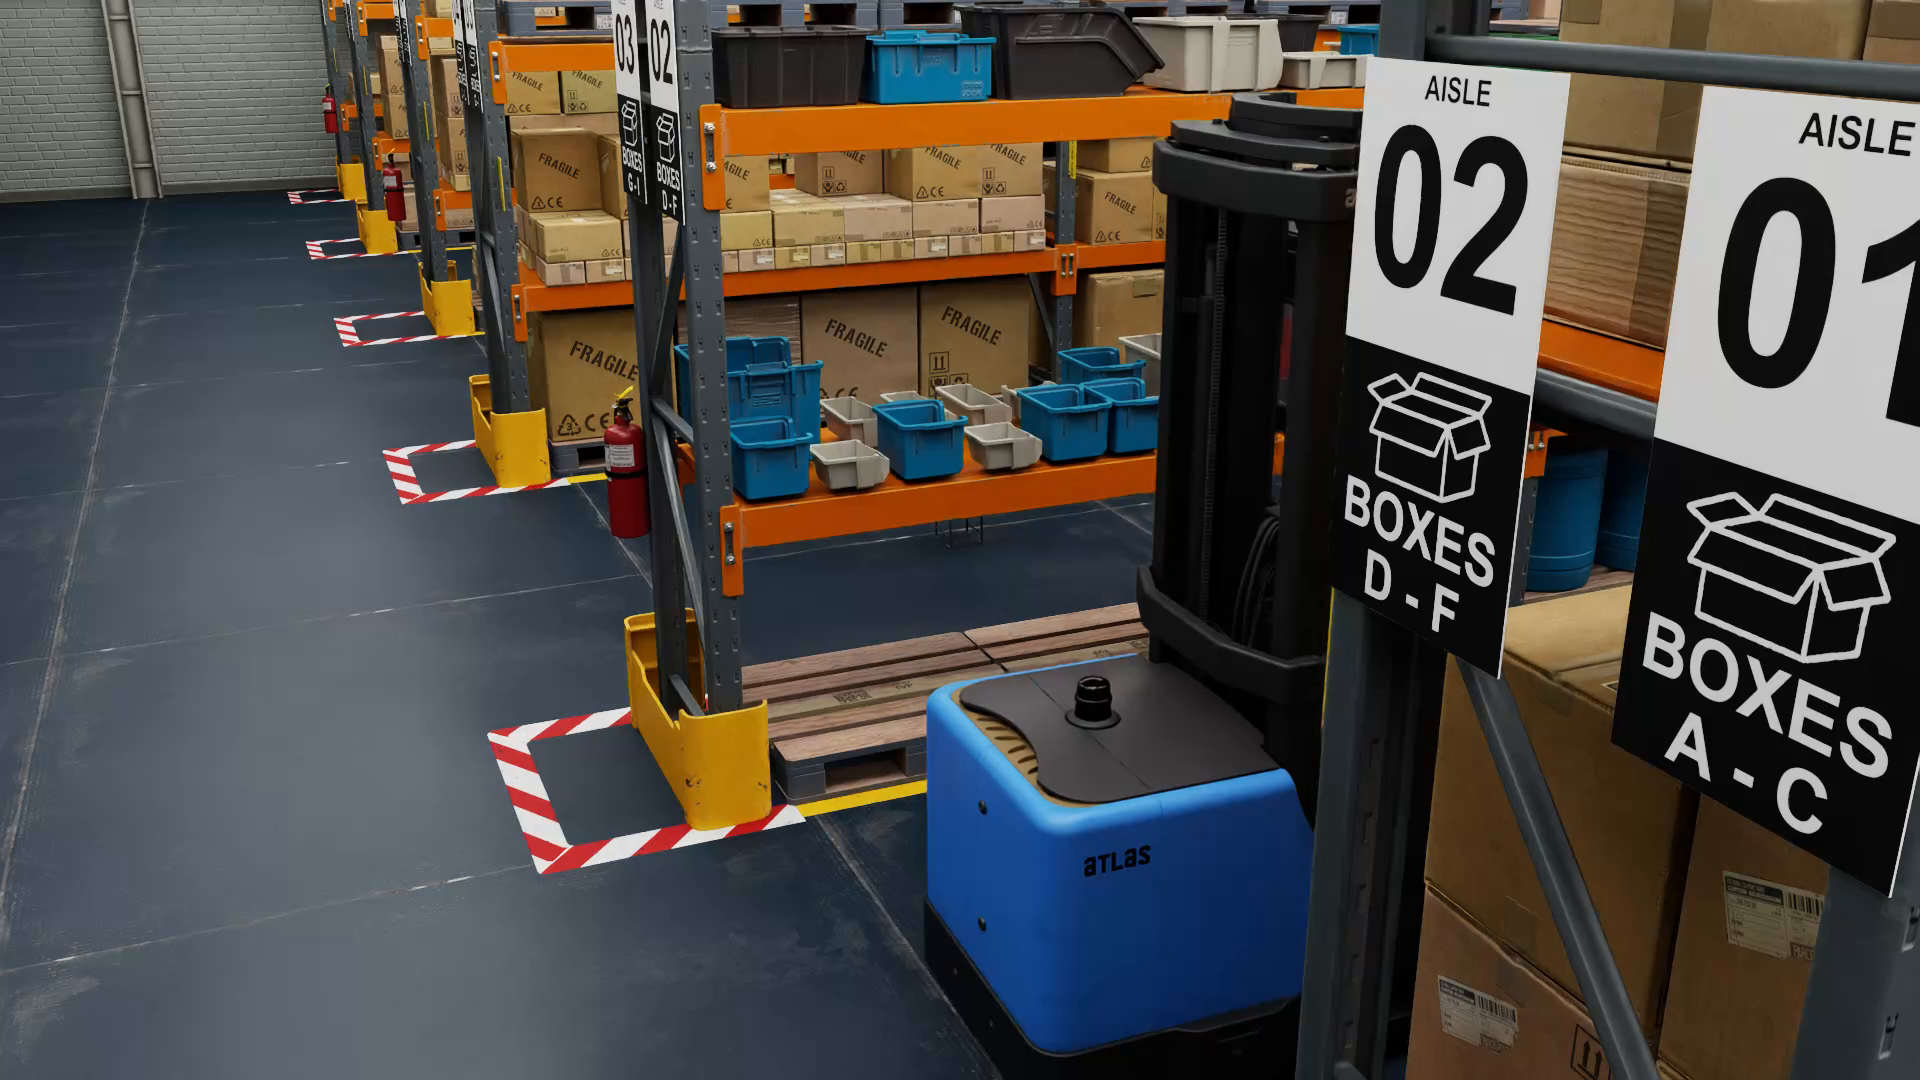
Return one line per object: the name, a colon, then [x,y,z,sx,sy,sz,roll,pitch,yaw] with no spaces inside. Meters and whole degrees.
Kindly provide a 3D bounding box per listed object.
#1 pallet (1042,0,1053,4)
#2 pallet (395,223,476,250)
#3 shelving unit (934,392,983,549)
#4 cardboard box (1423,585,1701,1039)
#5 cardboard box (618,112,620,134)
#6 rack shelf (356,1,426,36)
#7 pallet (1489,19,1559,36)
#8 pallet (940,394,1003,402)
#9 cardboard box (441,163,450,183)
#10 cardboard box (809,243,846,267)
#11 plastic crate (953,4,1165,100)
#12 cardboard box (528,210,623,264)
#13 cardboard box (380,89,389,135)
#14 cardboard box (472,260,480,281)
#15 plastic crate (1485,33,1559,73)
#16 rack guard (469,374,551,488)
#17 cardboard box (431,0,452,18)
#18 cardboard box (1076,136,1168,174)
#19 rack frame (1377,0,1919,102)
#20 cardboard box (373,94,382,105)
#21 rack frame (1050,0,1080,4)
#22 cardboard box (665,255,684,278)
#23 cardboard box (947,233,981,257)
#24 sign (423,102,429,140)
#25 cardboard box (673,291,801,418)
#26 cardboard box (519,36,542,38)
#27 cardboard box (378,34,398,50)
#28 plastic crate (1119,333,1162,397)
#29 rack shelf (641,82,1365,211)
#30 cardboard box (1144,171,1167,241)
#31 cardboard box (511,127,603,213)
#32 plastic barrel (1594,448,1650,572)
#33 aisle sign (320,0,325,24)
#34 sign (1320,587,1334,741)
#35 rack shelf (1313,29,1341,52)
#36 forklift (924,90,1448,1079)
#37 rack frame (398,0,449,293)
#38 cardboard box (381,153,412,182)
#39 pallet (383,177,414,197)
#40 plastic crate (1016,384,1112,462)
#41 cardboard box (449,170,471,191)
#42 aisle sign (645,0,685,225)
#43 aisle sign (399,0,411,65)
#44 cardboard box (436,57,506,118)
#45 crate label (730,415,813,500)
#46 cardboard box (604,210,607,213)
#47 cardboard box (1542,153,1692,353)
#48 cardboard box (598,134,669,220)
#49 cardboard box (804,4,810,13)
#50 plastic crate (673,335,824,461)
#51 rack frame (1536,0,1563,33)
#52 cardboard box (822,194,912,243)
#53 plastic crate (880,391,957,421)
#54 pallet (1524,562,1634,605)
pallet: [0.273,-5.519,16.946,1.003,0.211,1.213,-8,21,-22]
pallet: [-6.310,-3.790,20.469,1.213,0.211,1.003,-8,21,-22]
shelving unit: [-0.007,-0.423,9.870,0.210,0.900,0.258,-8,21,-22]
cardboard box: [1.133,0.406,2.697,0.500,0.500,0.500,-8,21,-22]
cardboard box: [-3.036,-3.850,15.842,0.500,0.500,0.500,-9,21,-23]
rack shelf: [-5.177,-6.315,20.008,4.000,0.370,1.077,-8,21,-22]
pallet: [3.228,-2.429,8.172,1.003,0.211,1.213,-8,21,-22]
pallet: [-0.144,-1.089,12.798,1.213,0.211,1.003,-8,21,-22]
cardboard box: [-4.772,-3.491,15.798,0.250,0.149,0.380,-8,21,-22]
cardboard box: [-0.979,-2.020,11.621,0.250,0.149,0.380,-8,21,-21]
plastic crate: [0.386,-1.947,6.612,0.767,0.338,0.504,-8,21,-22]
cardboard box: [-2.540,-2.005,10.978,0.500,0.250,0.500,-9,21,-23]
cardboard box: [-6.675,-5.168,20.032,0.500,0.500,0.500,-8,21,-22]
cardboard box: [-4.588,-2.631,16.189,0.250,0.149,0.380,-9,21,-23]
plastic crate: [2.278,-2.137,7.378,0.662,0.188,0.450,-8,21,-22]
rack guard: [-3.110,-0.772,11.463,0.348,0.500,1.175,-8,21,-22]
cardboard box: [-4.446,-4.806,14.863,0.500,0.250,0.500,-7,21,-20]
cardboard box: [1.168,-3.088,12.614,0.637,0.503,0.797,-9,21,-23]
rack frame: [0.833,-1.763,1.479,0.127,3.000,1.000,-8,21,-22]
cardboard box: [-8.357,-6.378,23.999,0.250,0.149,0.380,-8,21,-21]
rack frame: [0.585,-5.310,11.555,0.127,3.000,1.000,-8,21,-22]
cardboard box: [-1.922,-1.885,11.237,0.250,0.149,0.380,-8,21,-23]
cardboard box: [-0.037,-2.155,12.003,0.250,0.149,0.380,-9,21,-23]
sign: [-4.744,-3.723,14.776,0.005,0.325,0.100,-8,21,-22]
cardboard box: [-1.696,-1.379,11.988,0.875,0.875,0.875,-8,21,-22]
cardboard box: [-5.137,-5.955,19.785,0.250,0.149,0.380,-9,21,-23]
cardboard box: [-6.577,-5.764,19.242,0.250,0.149,0.380,-8,21,-21]
plastic crate: [1.072,-0.798,7.860,0.530,0.282,0.437,-8,21,-22]
rack shelf: [0.711,-1.783,7.135,4.000,0.370,1.077,-8,21,-22]
cardboard box: [1.568,-2.579,12.678,0.500,0.500,0.500,-8,21,-22]
cardboard box: [-2.744,-2.522,11.317,0.500,0.500,0.500,-8,21,-21]
plastic barrel: [3.703,-0.338,8.993,0.708,0.901,0.600,-8,21,-22]
aisle sign: [-8.929,-7.617,23.226,0.004,0.787,0.394,-8,21,-22]
sign: [0.631,0.200,2.719,0.005,0.325,0.100,-8,21,-22]
rack shelf: [2.422,-3.819,12.920,4.000,0.370,1.077,-8,21,-22]
forklift: [1.445,0.072,5.405,3.031,2.935,1.130,-8,21,-21]
rack frame: [-4.960,-3.480,15.390,0.127,3.000,1.000,-8,21,-22]
cardboard box: [-8.383,-5.562,24.428,0.637,0.503,0.797,-9,21,-24]
pallet: [-8.181,-5.289,24.727,1.213,0.211,1.003,-8,21,-22]
plastic crate: [0.440,-0.499,7.084,0.300,0.233,0.416,-8,21,-22]
cardboard box: [-4.532,-3.305,15.269,0.250,0.149,0.380,-8,21,-22]
aisle sign: [-1.074,-1.570,6.051,0.004,0.787,0.394,-8,21,-22]
aisle sign: [-4.908,-4.606,14.671,0.004,0.787,0.394,-8,21,-22]
cardboard box: [-4.442,-4.118,15.096,0.500,0.500,0.500,-8,21,-22]
crate label: [-0.769,-0.326,6.592,0.303,0.233,0.416,-8,21,-22]
cardboard box: [-2.282,-2.235,11.632,0.500,0.250,0.500,-9,21,-23]
cardboard box: [1.200,-0.425,2.422,0.500,0.250,0.500,-8,21,-22]
cardboard box: [-2.081,-2.424,11.040,0.500,0.500,0.500,-9,21,-23]
cardboard box: [-1.630,-5.204,15.994,0.500,0.250,0.500,-8,21,-21]
plastic crate: [-0.892,-0.590,7.038,0.499,0.435,0.616,-8,21,-22]
rack frame: [2.547,-3.800,7.265,0.127,3.000,1.000,-8,21,-22]
cardboard box: [-0.659,-2.276,11.748,0.500,0.250,0.500,-8,21,-21]
plastic crate: [-0.177,-0.544,7.358,0.243,0.136,0.396,-8,21,-22]
pallet: [3.272,0.256,8.977,1.213,0.211,1.003,-8,21,-22]
